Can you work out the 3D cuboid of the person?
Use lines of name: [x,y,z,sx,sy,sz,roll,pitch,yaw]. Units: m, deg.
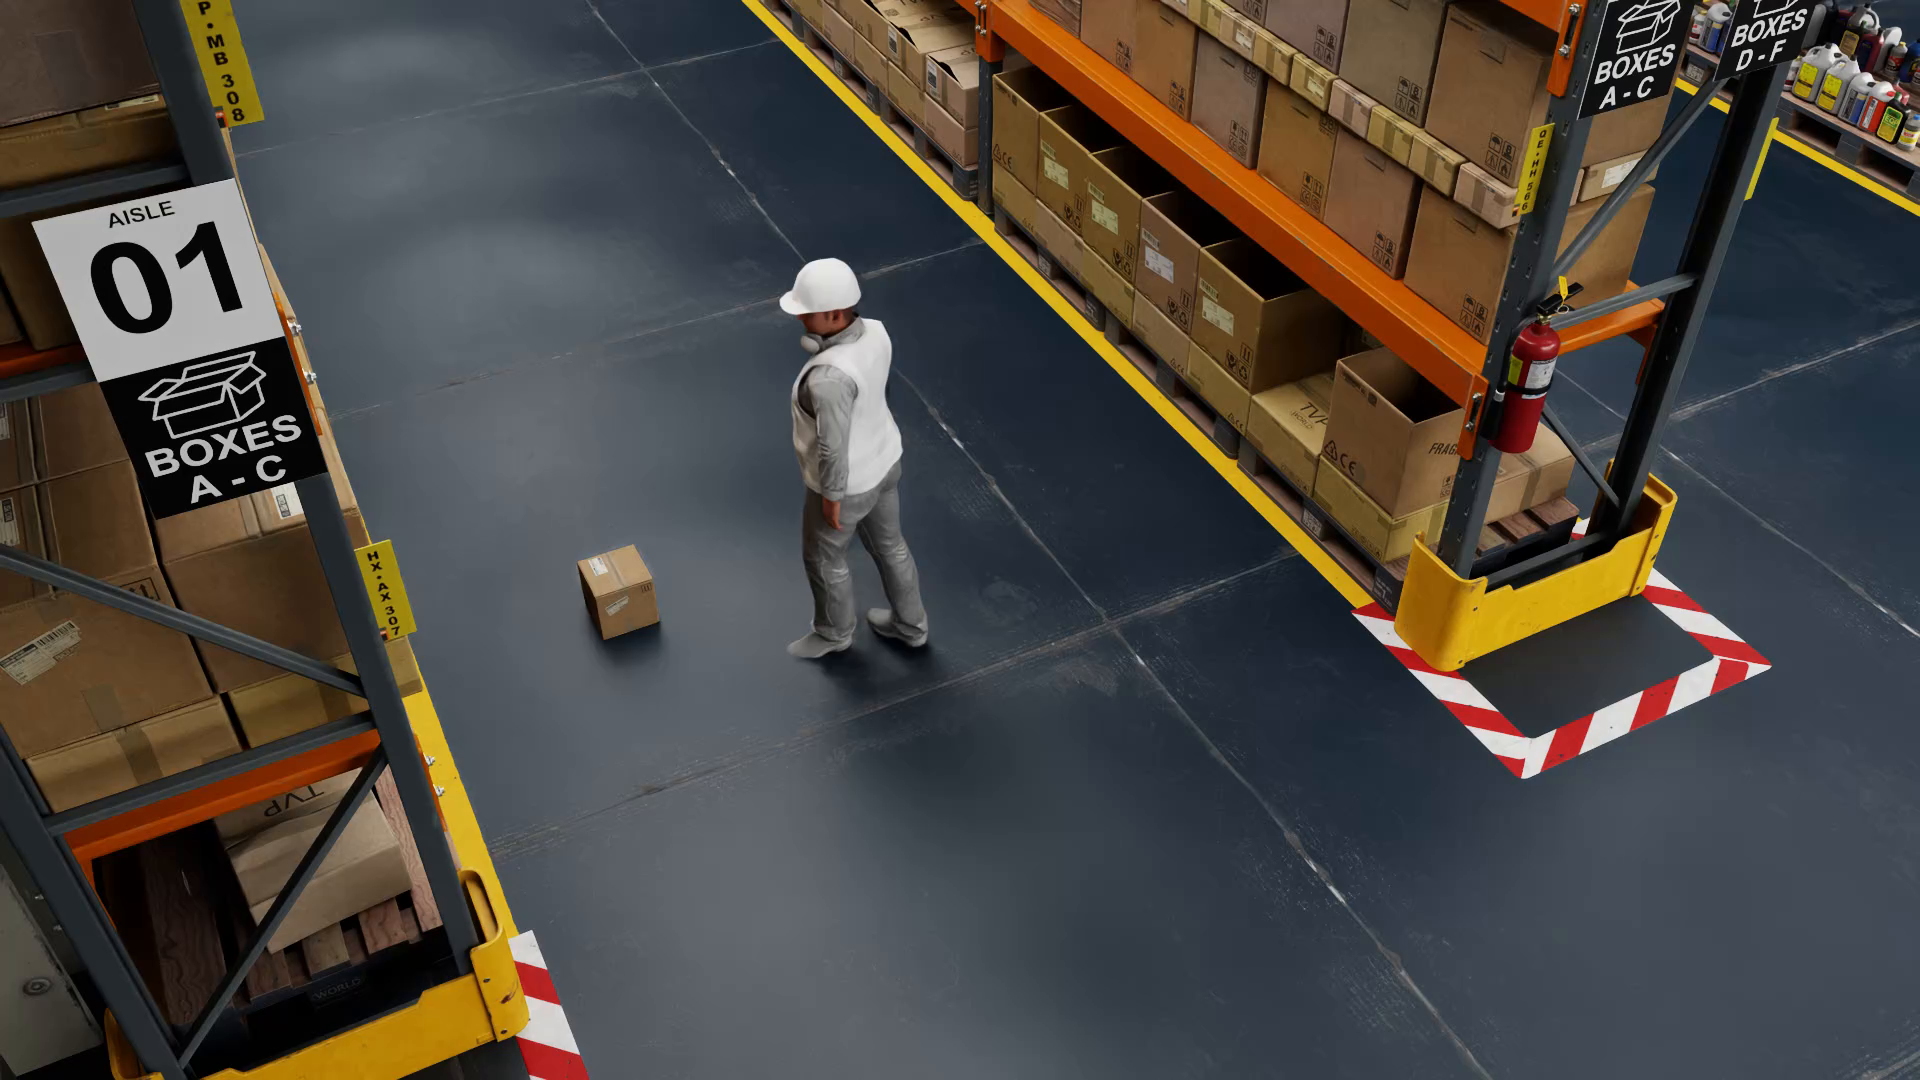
person: [-0.384,-0.258,6.461,0.563,1.824,0.557,18,44,19]
